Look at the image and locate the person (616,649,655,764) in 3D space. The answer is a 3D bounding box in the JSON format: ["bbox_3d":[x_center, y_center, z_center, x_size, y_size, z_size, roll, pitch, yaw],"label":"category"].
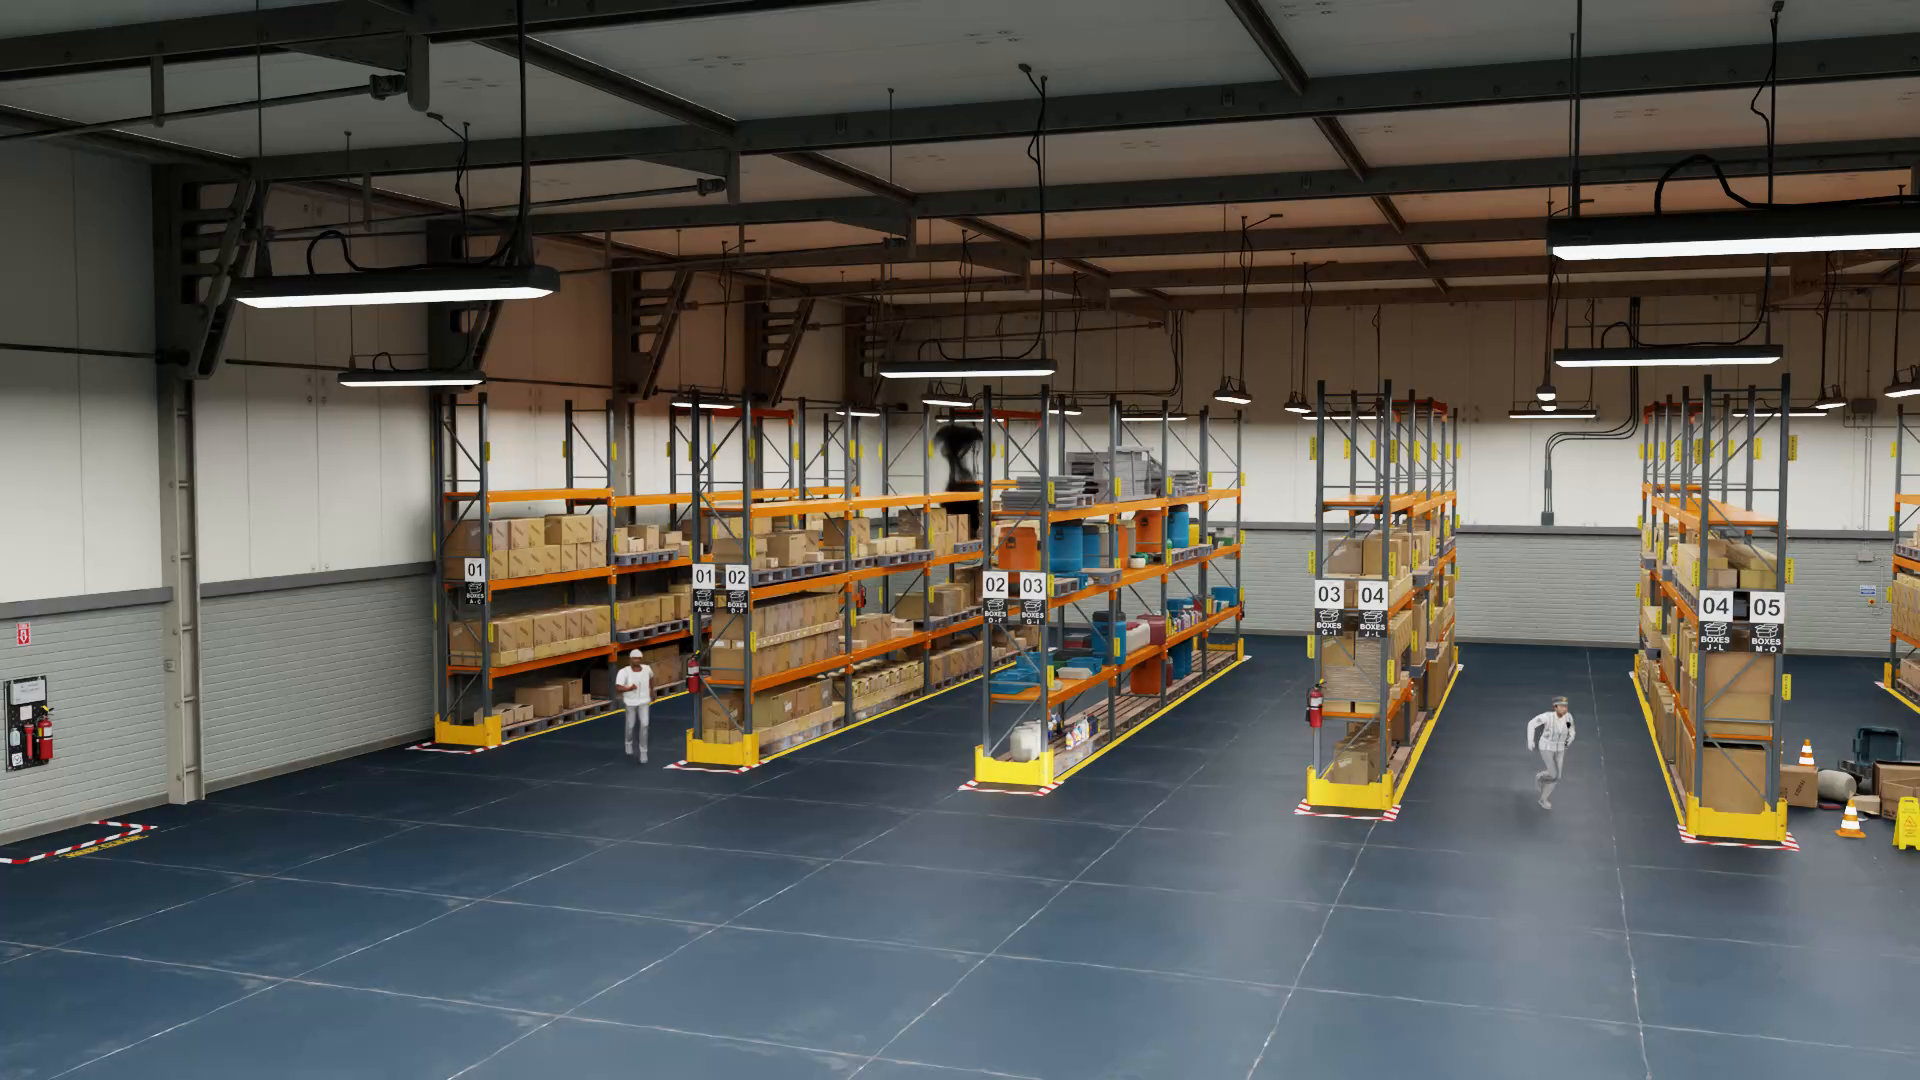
[{"bbox_3d":[-5.256,2.664,26.961,0.681,1.803,0.897,-1,3,-21],"label":"person"}]

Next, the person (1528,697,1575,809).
[{"bbox_3d":[8.315,2.969,23.295,0.605,1.616,0.670,-1,3,-13],"label":"person"}]
